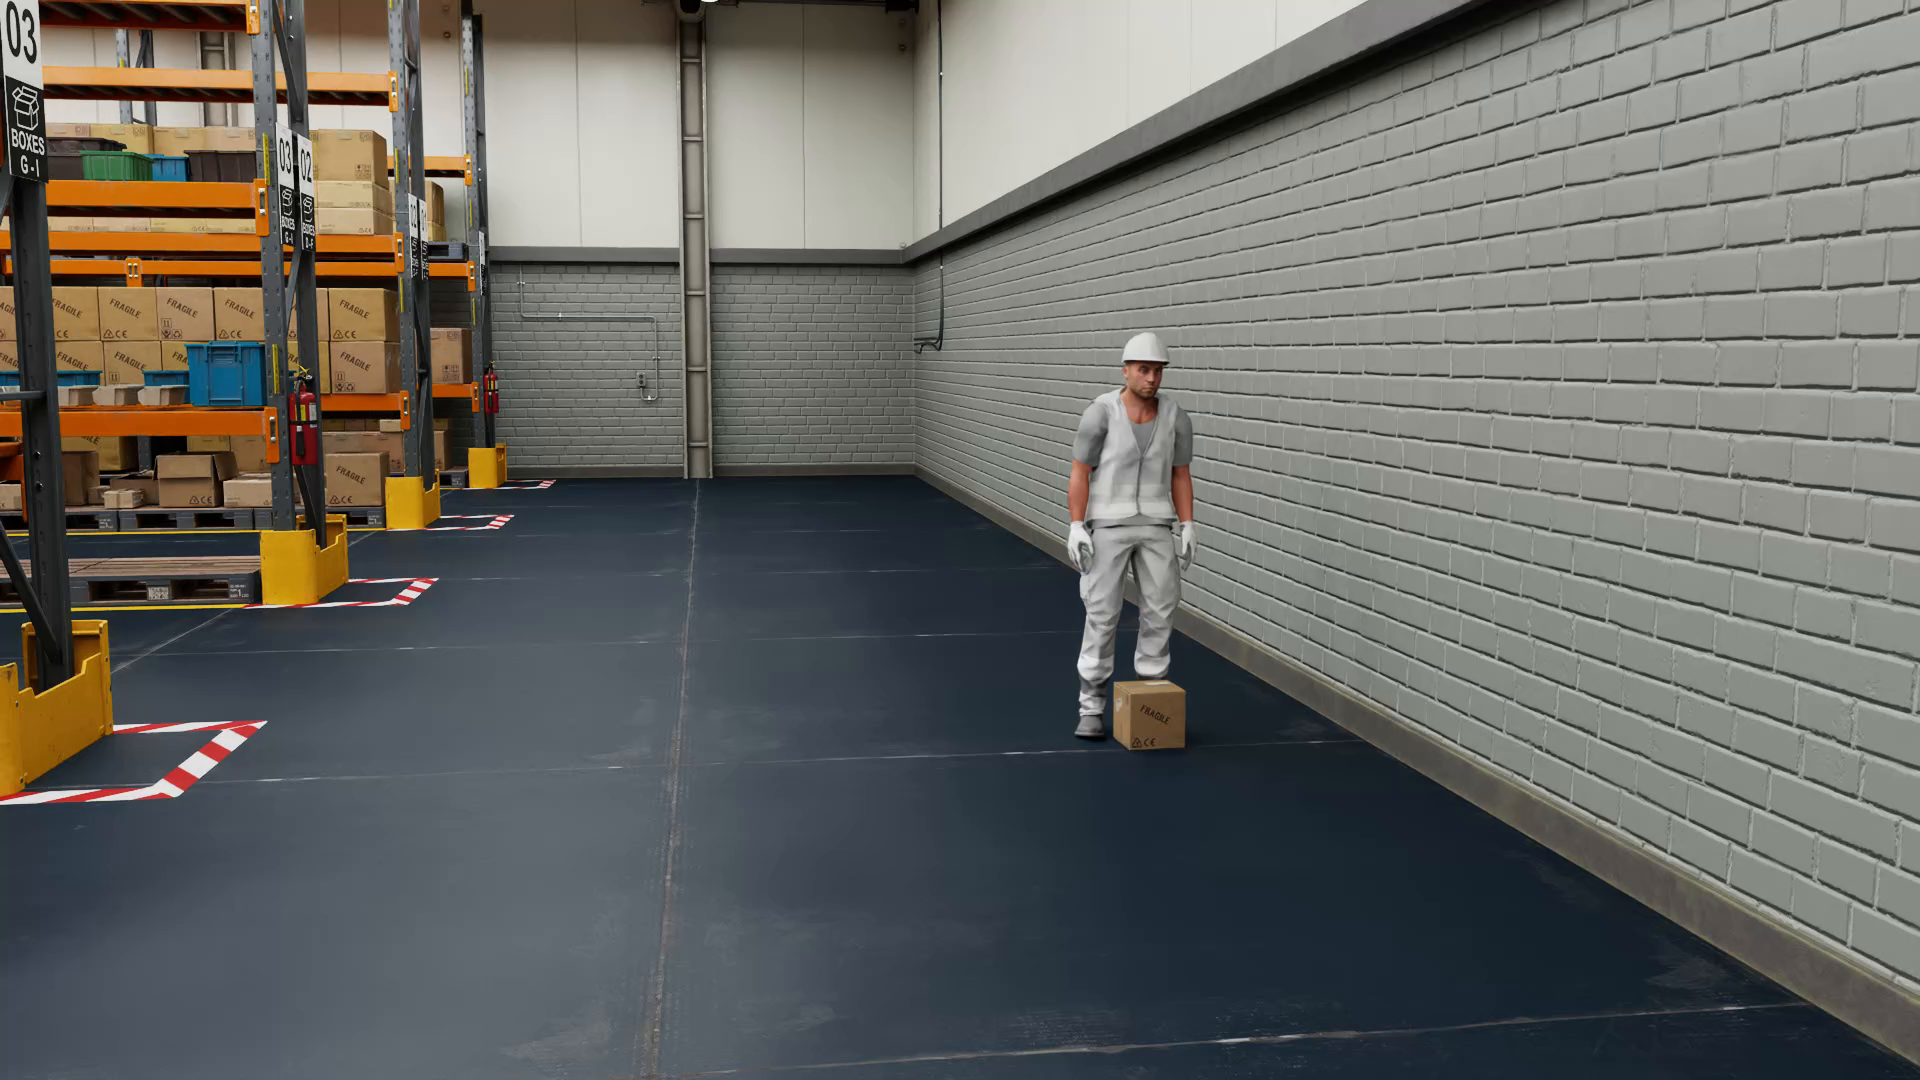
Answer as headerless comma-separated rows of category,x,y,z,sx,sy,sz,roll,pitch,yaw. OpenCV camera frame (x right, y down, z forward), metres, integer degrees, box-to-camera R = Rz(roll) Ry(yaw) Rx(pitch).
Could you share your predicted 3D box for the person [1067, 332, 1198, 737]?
person,0.768,-0.023,7.359,0.606,1.777,0.454,-1,7,-11
